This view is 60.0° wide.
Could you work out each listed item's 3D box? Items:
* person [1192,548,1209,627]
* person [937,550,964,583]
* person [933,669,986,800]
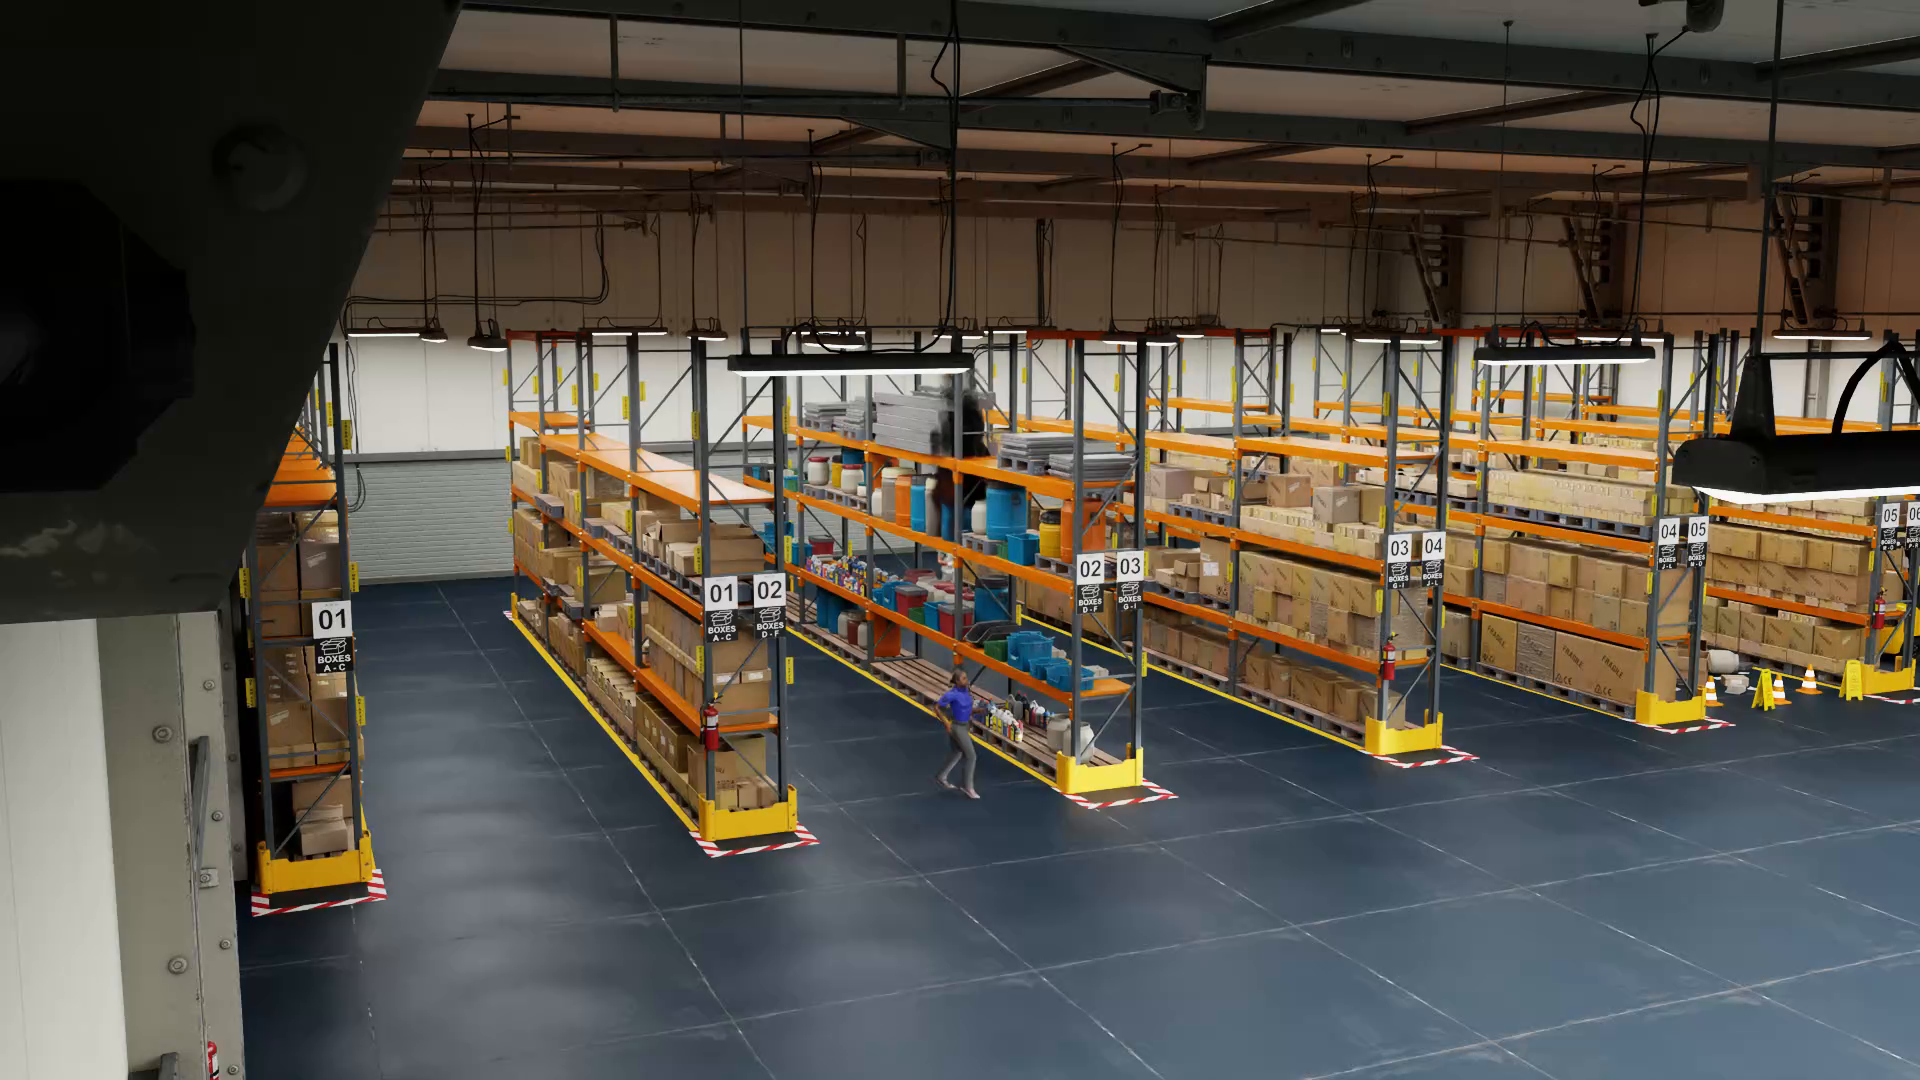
[{"bbox_3d":[4.714,1.021,32.800,0.714,1.733,0.791,-4,9,-27],"label":"person"},{"bbox_3d":[-0.201,0.726,34.745,0.680,1.839,0.842,-5,9,-31],"label":"person"},{"bbox_3d":[-0.018,2.555,21.886,0.773,1.703,0.549,3,8,20],"label":"person"}]
